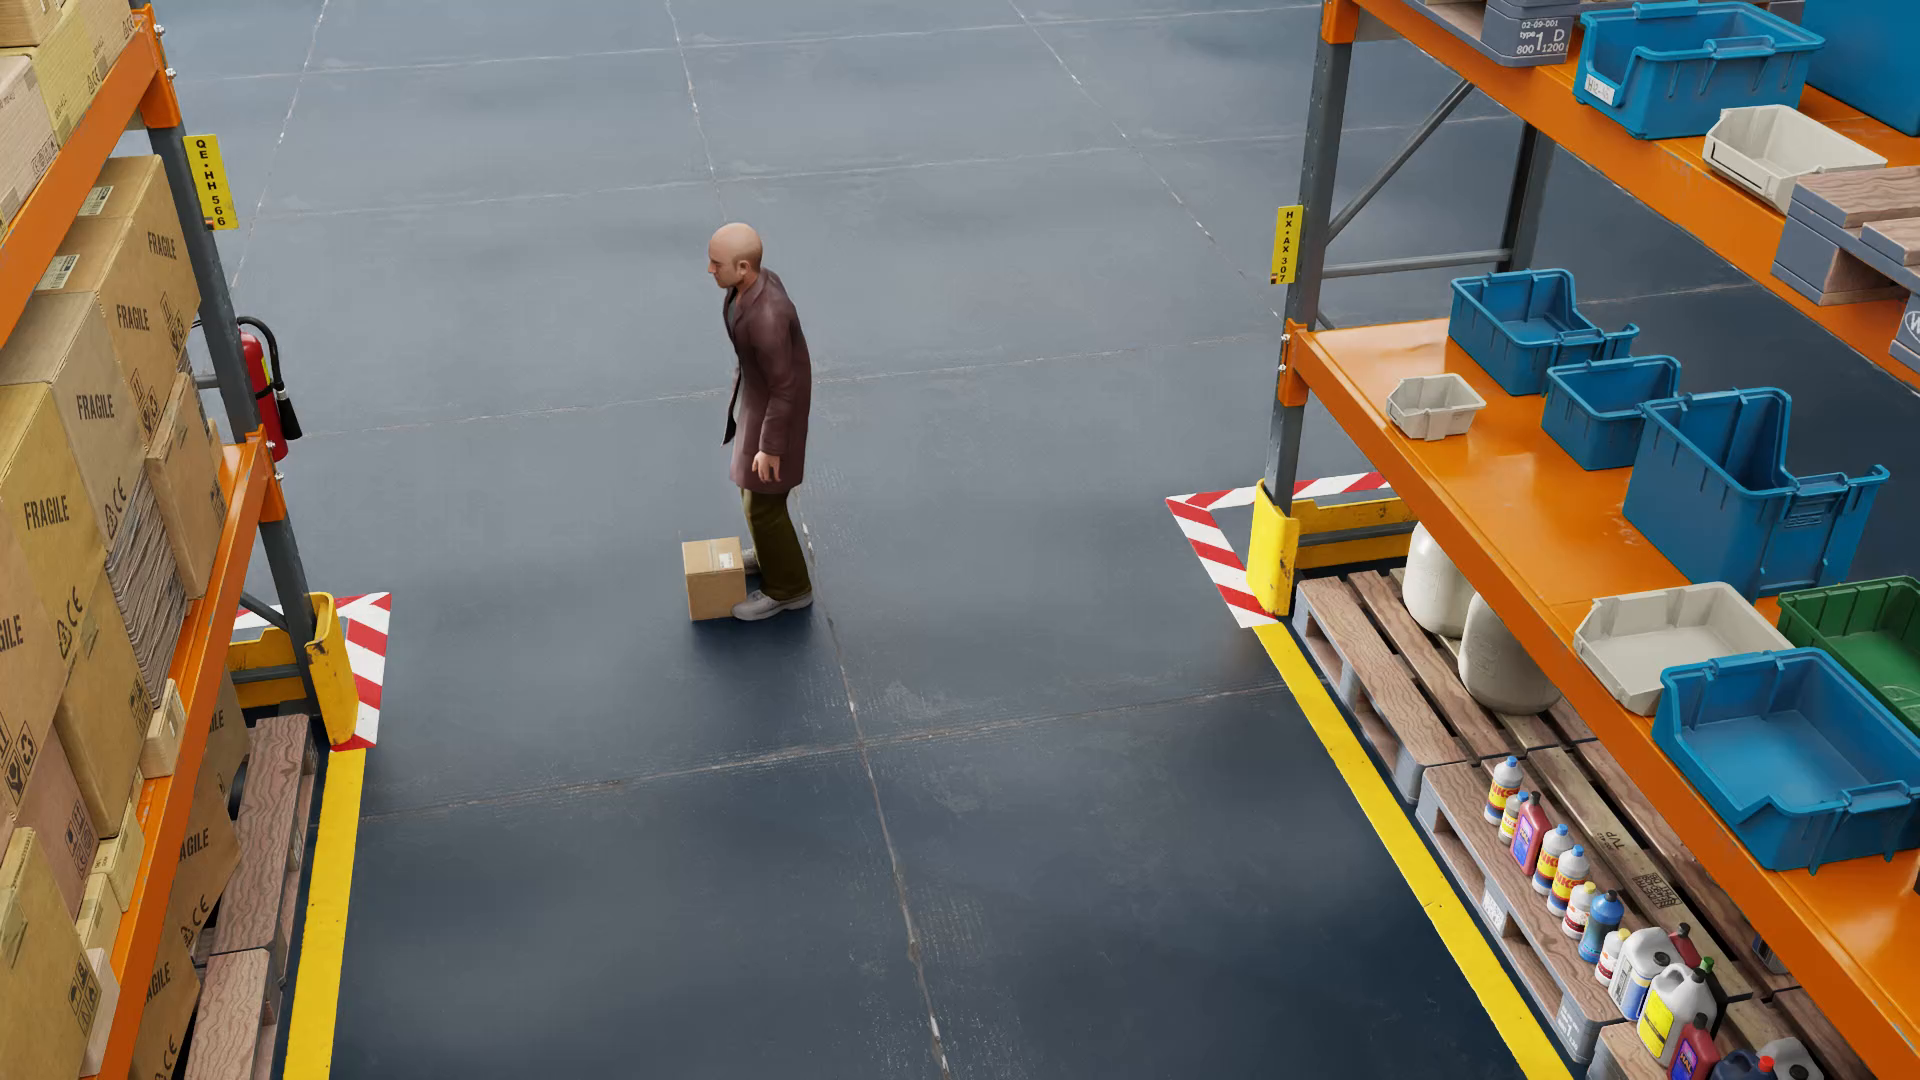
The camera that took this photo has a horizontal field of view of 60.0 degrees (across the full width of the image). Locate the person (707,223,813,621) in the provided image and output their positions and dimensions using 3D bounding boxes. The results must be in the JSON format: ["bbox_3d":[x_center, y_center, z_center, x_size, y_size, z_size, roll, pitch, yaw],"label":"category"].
[{"bbox_3d":[-0.825,-0.491,6.887,0.429,1.772,0.650,-9,35,-13],"label":"person"}]
